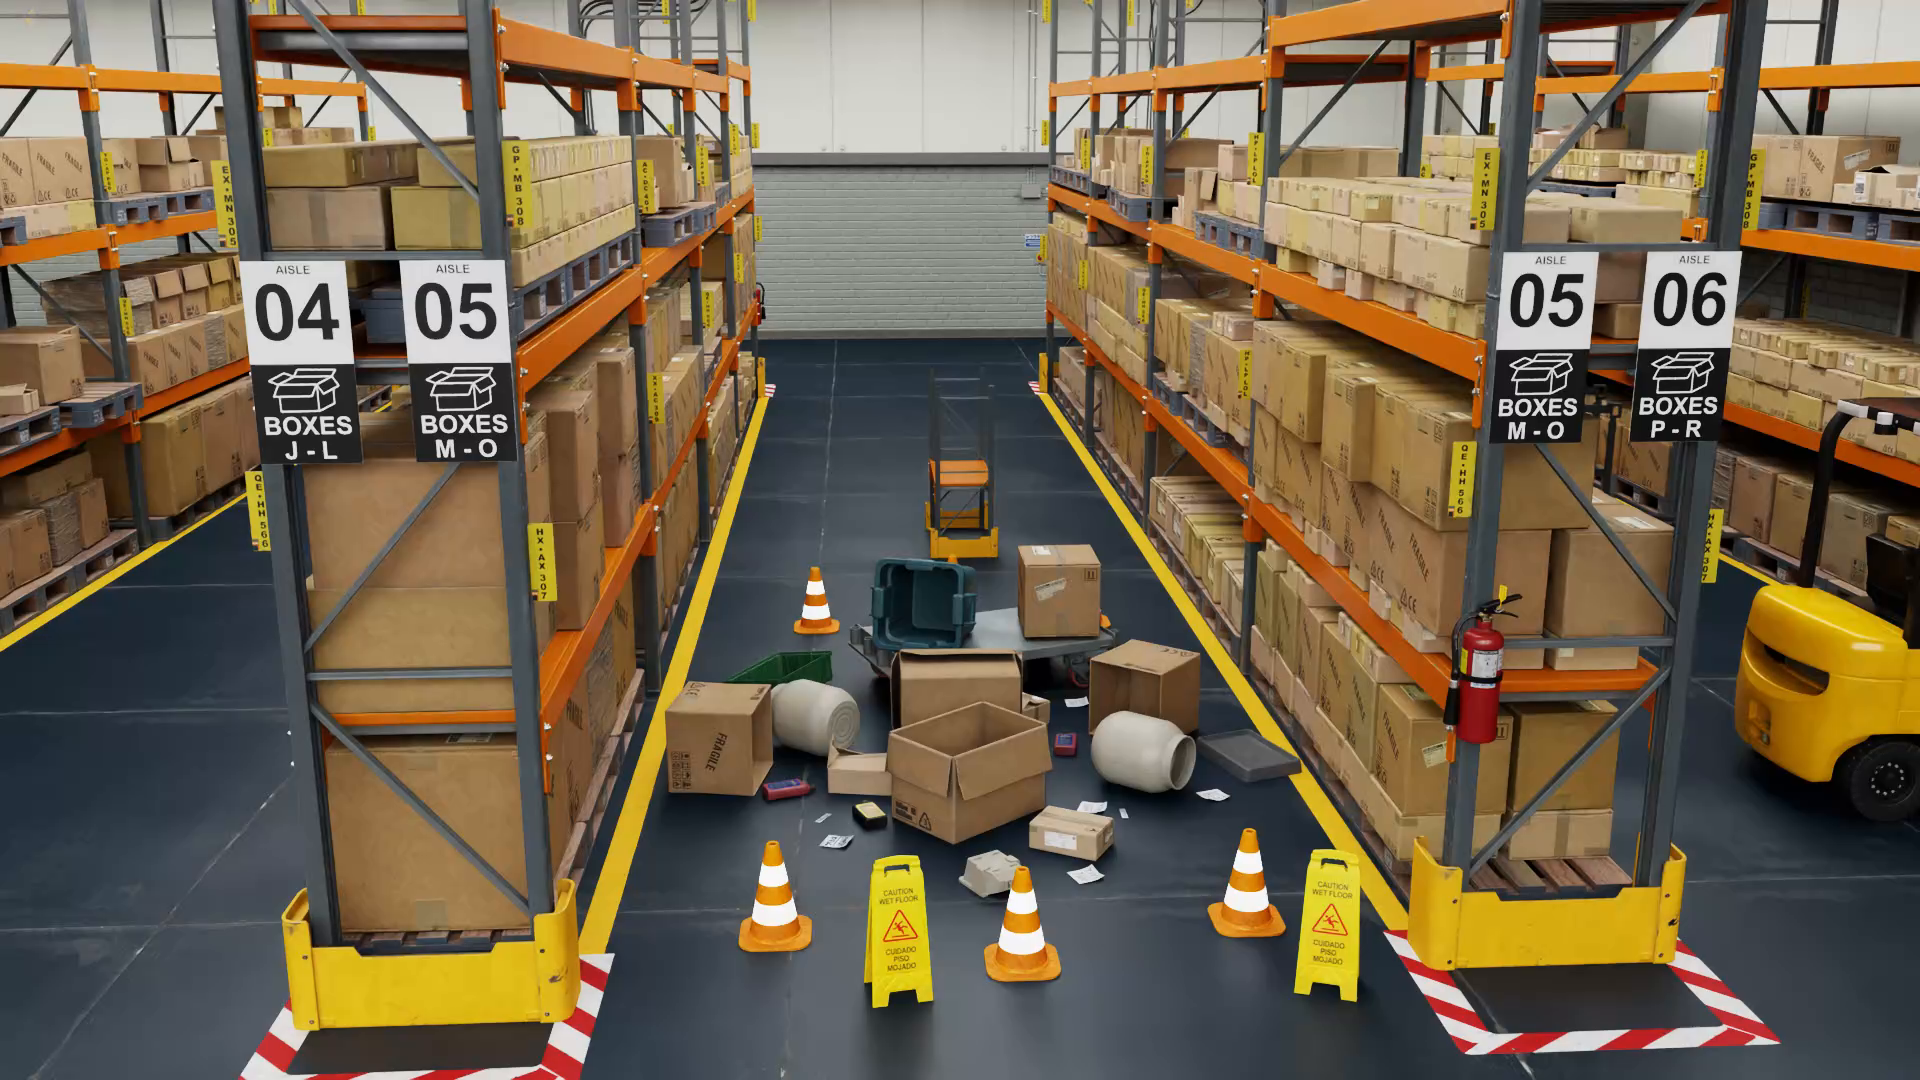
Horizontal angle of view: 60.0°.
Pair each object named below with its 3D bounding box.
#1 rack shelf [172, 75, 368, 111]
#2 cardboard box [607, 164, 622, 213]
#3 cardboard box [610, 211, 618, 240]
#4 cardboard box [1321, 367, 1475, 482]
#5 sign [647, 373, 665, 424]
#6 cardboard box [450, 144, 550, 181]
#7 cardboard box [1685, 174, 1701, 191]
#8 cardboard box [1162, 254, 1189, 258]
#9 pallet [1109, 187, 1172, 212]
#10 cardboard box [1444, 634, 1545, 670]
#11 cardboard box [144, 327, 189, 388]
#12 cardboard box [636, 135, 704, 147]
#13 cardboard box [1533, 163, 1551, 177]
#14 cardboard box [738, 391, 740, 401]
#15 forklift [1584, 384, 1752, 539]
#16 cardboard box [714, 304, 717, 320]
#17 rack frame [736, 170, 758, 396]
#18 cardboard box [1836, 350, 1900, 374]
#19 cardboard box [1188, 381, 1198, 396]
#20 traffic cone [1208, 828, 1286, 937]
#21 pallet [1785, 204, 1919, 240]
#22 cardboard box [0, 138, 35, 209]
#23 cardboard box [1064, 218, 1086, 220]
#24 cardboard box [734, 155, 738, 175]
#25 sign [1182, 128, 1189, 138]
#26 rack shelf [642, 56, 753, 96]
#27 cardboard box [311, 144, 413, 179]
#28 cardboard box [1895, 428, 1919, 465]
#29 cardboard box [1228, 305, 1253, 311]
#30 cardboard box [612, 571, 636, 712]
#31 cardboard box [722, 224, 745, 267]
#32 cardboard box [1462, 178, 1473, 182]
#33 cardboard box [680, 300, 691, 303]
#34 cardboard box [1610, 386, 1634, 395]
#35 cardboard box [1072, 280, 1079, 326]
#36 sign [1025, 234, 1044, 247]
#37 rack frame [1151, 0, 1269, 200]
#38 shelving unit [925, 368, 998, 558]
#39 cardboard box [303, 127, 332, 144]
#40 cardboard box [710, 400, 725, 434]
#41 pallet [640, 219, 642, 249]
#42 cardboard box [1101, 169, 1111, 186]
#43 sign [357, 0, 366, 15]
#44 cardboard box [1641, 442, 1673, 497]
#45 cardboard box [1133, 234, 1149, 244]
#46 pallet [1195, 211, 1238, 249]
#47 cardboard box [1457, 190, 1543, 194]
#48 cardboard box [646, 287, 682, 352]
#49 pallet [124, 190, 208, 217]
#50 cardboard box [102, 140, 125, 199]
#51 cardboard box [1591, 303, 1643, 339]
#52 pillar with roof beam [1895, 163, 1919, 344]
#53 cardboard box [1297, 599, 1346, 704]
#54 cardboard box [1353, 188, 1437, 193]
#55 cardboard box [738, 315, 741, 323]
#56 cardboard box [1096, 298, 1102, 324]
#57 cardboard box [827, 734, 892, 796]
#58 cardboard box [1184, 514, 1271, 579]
[{"bbox_3d":[-8.075,-5.238,19.572,1.077,0.370,4.000,-1,14,-3],"label":"rack shelf"},{"bbox_3d":[-2.181,-1.971,9.308,0.500,0.250,0.500,-1,14,-4],"label":"cardboard box"},{"bbox_3d":[-2.108,-1.746,9.233,0.380,0.149,0.250,-1,14,-3],"label":"cardboard box"},{"bbox_3d":[2.276,-0.598,8.525,0.700,0.500,0.500,-1,14,-4],"label":"cardboard box"},{"bbox_3d":[-1.945,-0.906,10.631,0.100,0.325,0.005,-1,14,-3],"label":"sign"},{"bbox_3d":[-1.985,-1.627,7.172,0.380,0.149,0.250,-1,14,-4],"label":"cardboard box"},{"bbox_3d":[6.879,-3.271,15.200,0.380,0.149,0.250,-1,14,-2],"label":"cardboard box"},{"bbox_3d":[2.269,-2.701,17.296,0.500,0.500,0.500,0,14,-2],"label":"cardboard box"},{"bbox_3d":[2.023,-3.334,16.324,1.003,0.211,1.213,0,14,-1],"label":"pallet"},{"bbox_3d":[2.447,0.486,7.622,0.380,0.149,0.250,0,14,-2],"label":"cardboard box"},{"bbox_3d":[-7.496,-1.684,15.352,0.500,0.500,0.500,-1,14,-5],"label":"cardboard box"},{"bbox_3d":[-3.081,-4.037,17.635,0.700,0.500,0.500,-1,14,-3],"label":"cardboard box"},{"bbox_3d":[6.497,-4.045,18.170,0.380,0.149,0.250,-1,14,-3],"label":"cardboard box"},{"bbox_3d":[-2.861,-1.748,20.083,0.380,0.149,0.250,0,14,-1],"label":"cardboard box"},{"bbox_3d":[5.403,-1.399,14.581,3.031,2.935,1.130,3,15,13],"label":"forklift"},{"bbox_3d":[-2.721,-2.364,17.257,0.380,0.149,0.250,-1,14,-5],"label":"cardboard box"},{"bbox_3d":[-3.242,-3.424,22.313,1.000,3.000,0.127,-1,14,-3],"label":"rack frame"},{"bbox_3d":[7.038,-1.380,12.867,0.380,0.149,0.250,-1,14,-3],"label":"cardboard box"},{"bbox_3d":[2.066,-1.267,13.591,0.380,0.149,0.250,0,14,0],"label":"cardboard box"},{"bbox_3d":[1.369,1.596,7.896,0.336,0.463,0.334,-1,14,-3],"label":"traffic cone"},{"bbox_3d":[7.345,-2.529,13.195,1.003,0.211,1.213,0,14,-1],"label":"pallet"},{"bbox_3d":[-7.366,-2.760,12.511,0.500,0.500,0.500,-1,14,-2],"label":"cardboard box"},{"bbox_3d":[1.503,-3.957,20.875,0.380,0.149,0.250,-1,14,-3],"label":"cardboard box"},{"bbox_3d":[-2.811,-4.298,18.991,0.500,0.250,0.500,-1,14,-4],"label":"cardboard box"},{"bbox_3d":[2.481,-4.397,18.406,0.100,0.325,0.005,-1,14,-3],"label":"sign"},{"bbox_3d":[-3.118,-5.482,19.722,1.077,0.370,4.000,-1,14,-3],"label":"rack shelf"},{"bbox_3d":[-2.658,-1.682,7.385,0.380,0.149,0.250,-1,14,-2],"label":"cardboard box"},{"bbox_3d":[7.097,-0.667,11.900,0.500,0.250,0.500,-1,14,-2],"label":"cardboard box"},{"bbox_3d":[2.536,-1.694,13.951,0.500,0.500,0.500,-1,14,-4],"label":"cardboard box"},{"bbox_3d":[-2.530,0.544,10.314,0.875,0.875,0.875,-1,14,-3],"label":"cardboard box"},{"bbox_3d":[-2.827,-3.476,19.712,0.500,0.500,0.500,-1,14,-3],"label":"cardboard box"},{"bbox_3d":[6.452,-4.406,20.616,0.380,0.149,0.250,-1,14,-2],"label":"cardboard box"},{"bbox_3d":[-2.665,-2.249,16.214,0.380,0.149,0.250,0,14,-2],"label":"cardboard box"},{"bbox_3d":[7.255,-1.570,17.979,0.380,0.149,0.250,0,14,-2],"label":"cardboard box"},{"bbox_3d":[1.619,-2.818,19.759,0.500,0.500,0.500,-1,14,-5],"label":"cardboard box"},{"bbox_3d":[1.267,-5.073,28.179,0.327,0.218,0.001,-1,14,-3],"label":"sign"},{"bbox_3d":[2.188,-4.441,14.227,1.000,3.000,0.127,-1,14,-3],"label":"rack frame"},{"bbox_3d":[0.005,-0.707,14.766,0.587,1.500,1.083,-1,14,-3],"label":"shelving unit"},{"bbox_3d":[-8.199,-4.855,20.611,0.700,0.500,0.500,-1,14,-5],"label":"cardboard box"},{"bbox_3d":[-2.597,-1.215,16.396,0.500,0.250,0.500,-1,14,-3],"label":"cardboard box"},{"bbox_3d":[-2.605,-2.026,11.247,0.805,0.209,1.217,-1,15,-6],"label":"pallet"},{"bbox_3d":[1.669,-3.753,17.200,0.380,0.166,0.250,-2,15,-7],"label":"cardboard box"},{"bbox_3d":[-7.657,-6.773,21.258,0.100,0.325,0.005,-1,14,-3],"label":"sign"},{"bbox_3d":[6.901,-0.708,15.931,0.500,0.500,0.500,0,14,-2],"label":"cardboard box"},{"bbox_3d":[2.179,-3.460,18.944,0.380,0.149,0.250,-1,14,-4],"label":"cardboard box"},{"bbox_3d":[2.436,-2.316,12.363,1.213,0.211,1.003,-1,14,-3],"label":"pallet"},{"bbox_3d":[2.802,-1.734,8.629,0.380,0.149,0.250,-1,14,-2],"label":"cardboard box"},{"bbox_3d":[-2.729,-1.855,14.009,0.700,0.500,0.500,-1,14,-4],"label":"cardboard box"},{"bbox_3d":[-7.868,-3.181,15.730,1.003,0.211,1.213,0,14,-1],"label":"pallet"},{"bbox_3d":[-7.813,-3.239,14.527,0.797,0.503,0.637,0,14,0],"label":"cardboard box"},{"bbox_3d":[2.987,-0.965,7.240,0.380,0.149,0.250,-1,14,-3],"label":"cardboard box"},{"bbox_3d":[3.825,-4.142,13.064,9.100,9.000,0.400,-1,14,-3],"label":"pillar with roof beam"},{"bbox_3d":[2.278,0.637,9.701,0.500,0.500,0.500,0,14,-1],"label":"cardboard box"},{"bbox_3d":[2.308,-1.789,8.845,0.380,0.149,0.250,-1,14,-2],"label":"cardboard box"},{"bbox_3d":[-2.806,-2.643,19.782,0.380,0.149,0.250,-1,14,-2],"label":"cardboard box"},{"bbox_3d":[1.746,-2.457,17.853,0.500,0.250,0.500,-1,14,-3],"label":"cardboard box"},{"bbox_3d":[-0.554,1.284,9.503,0.396,0.266,0.258,2,15,6],"label":"cardboard box"},{"bbox_3d":[2.308,0.046,13.257,0.950,0.372,0.625,0,14,-2],"label":"cardboard box"}]
